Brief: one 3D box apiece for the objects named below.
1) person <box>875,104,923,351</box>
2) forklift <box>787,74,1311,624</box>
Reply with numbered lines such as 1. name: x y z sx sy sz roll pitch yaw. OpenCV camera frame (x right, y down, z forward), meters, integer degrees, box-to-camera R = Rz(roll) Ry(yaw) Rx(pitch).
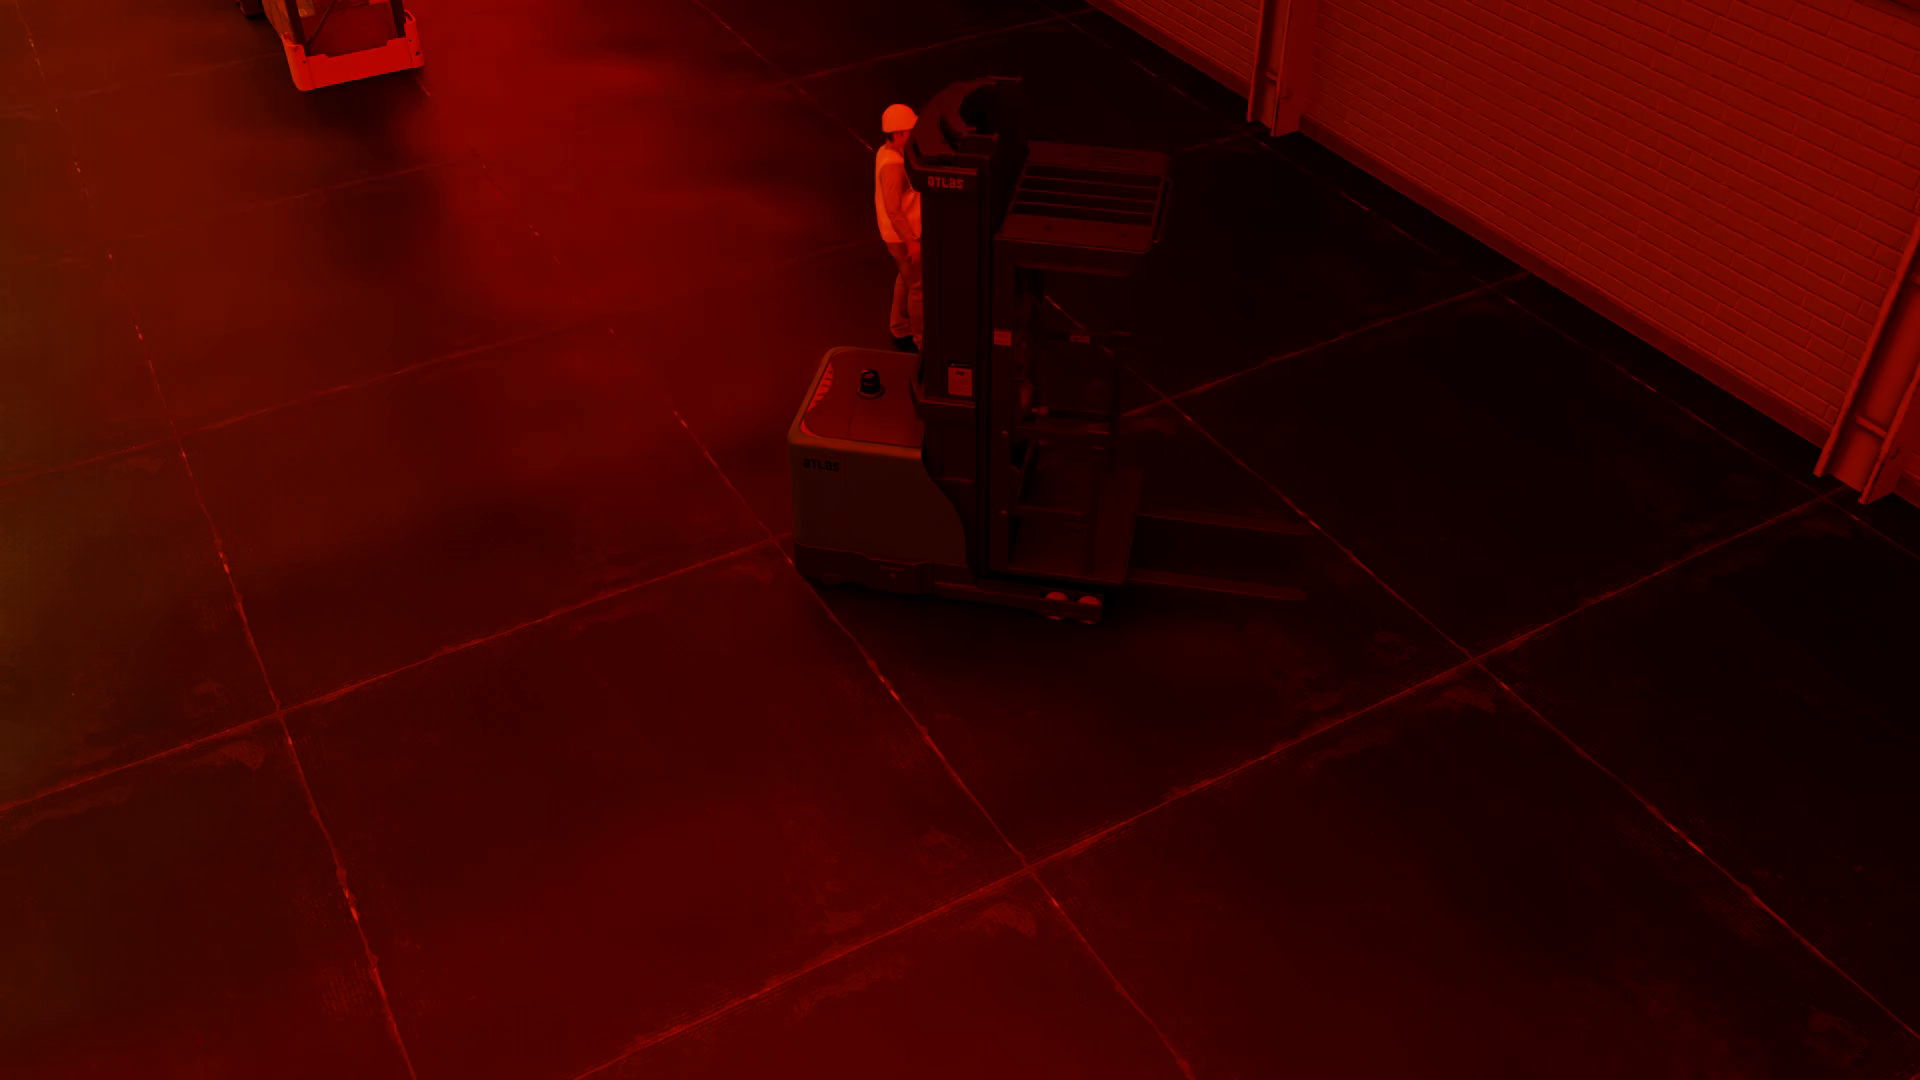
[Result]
1. person: -0.310 -2.168 11.558 0.549 1.771 0.679 -6 40 -7
2. forklift: 0.576 -1.007 9.250 3.031 2.935 1.130 7 40 9
